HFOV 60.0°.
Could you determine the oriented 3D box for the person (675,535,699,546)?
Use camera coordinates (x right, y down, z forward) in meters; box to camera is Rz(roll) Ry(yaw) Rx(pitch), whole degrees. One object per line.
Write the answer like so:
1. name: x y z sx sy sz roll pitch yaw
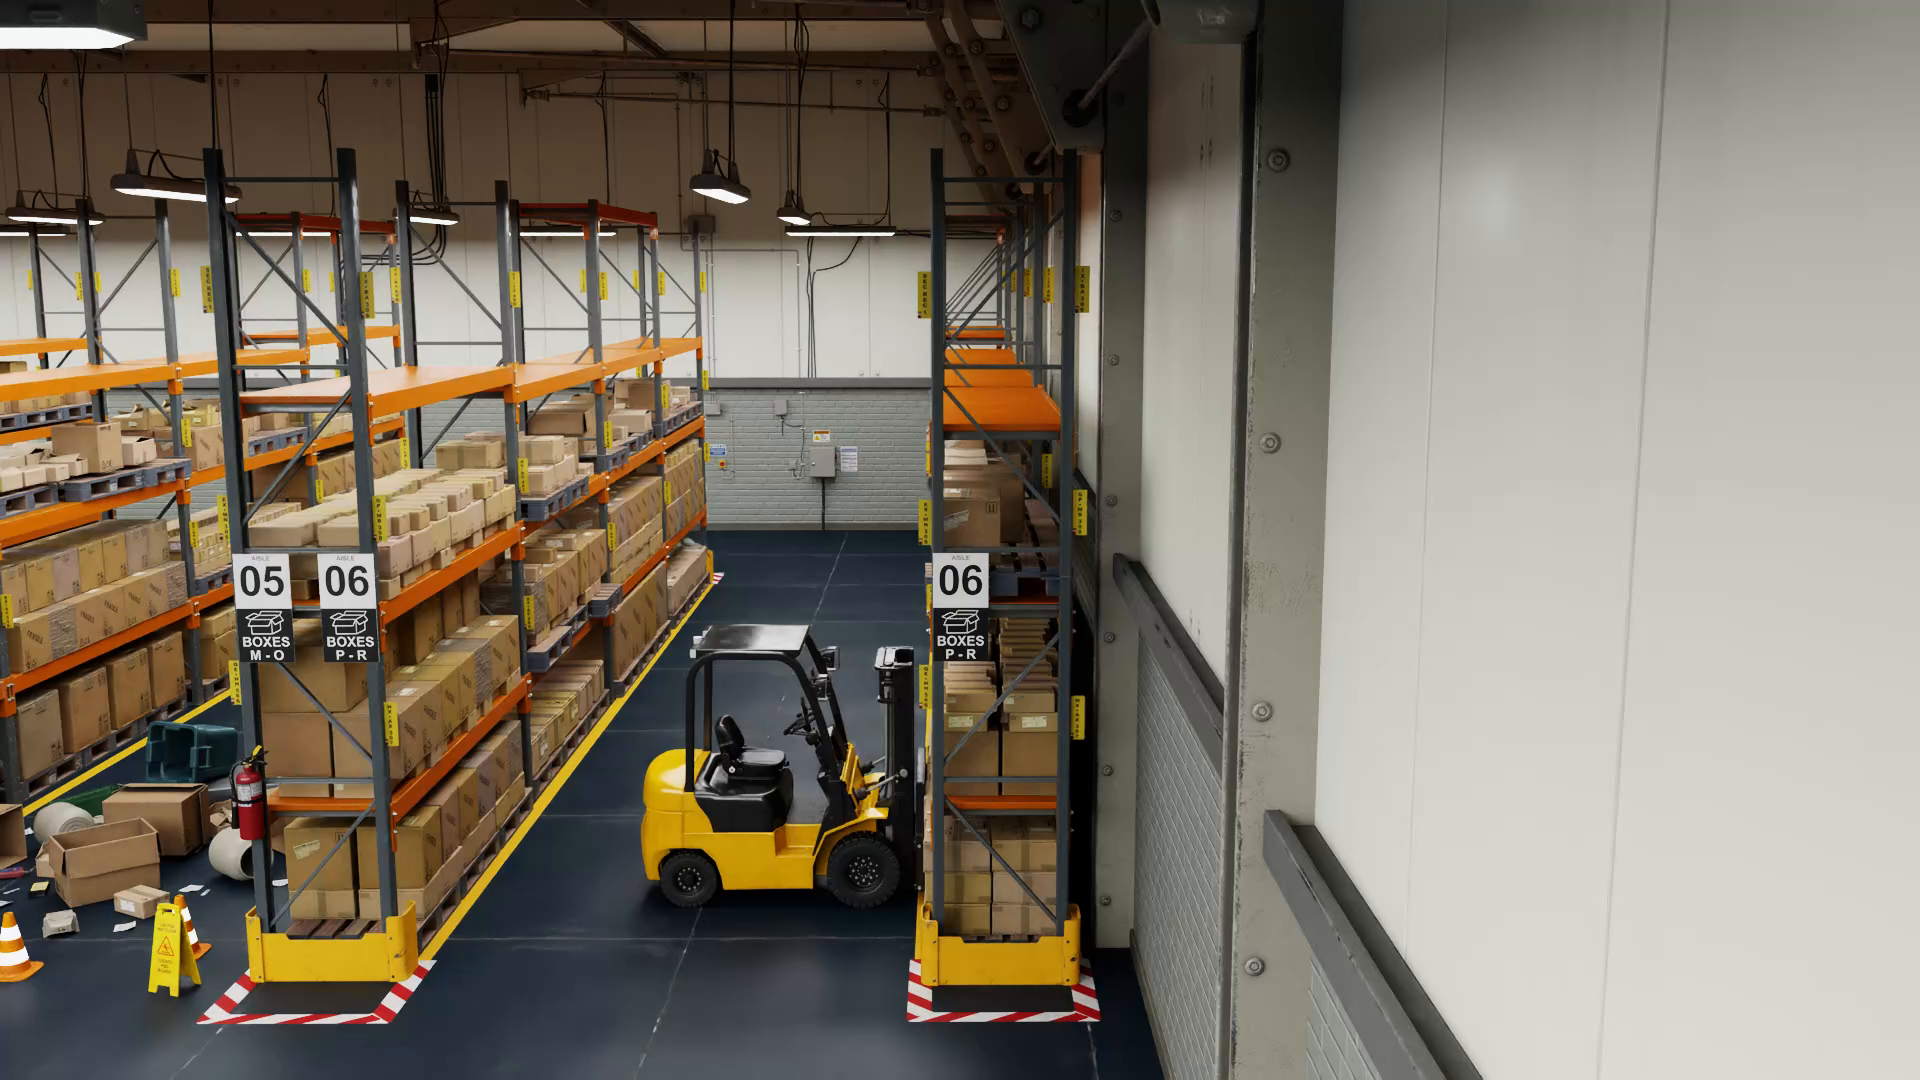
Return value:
1. person: -4.946 -0.347 29.236 0.621 1.719 0.716 5 10 28
